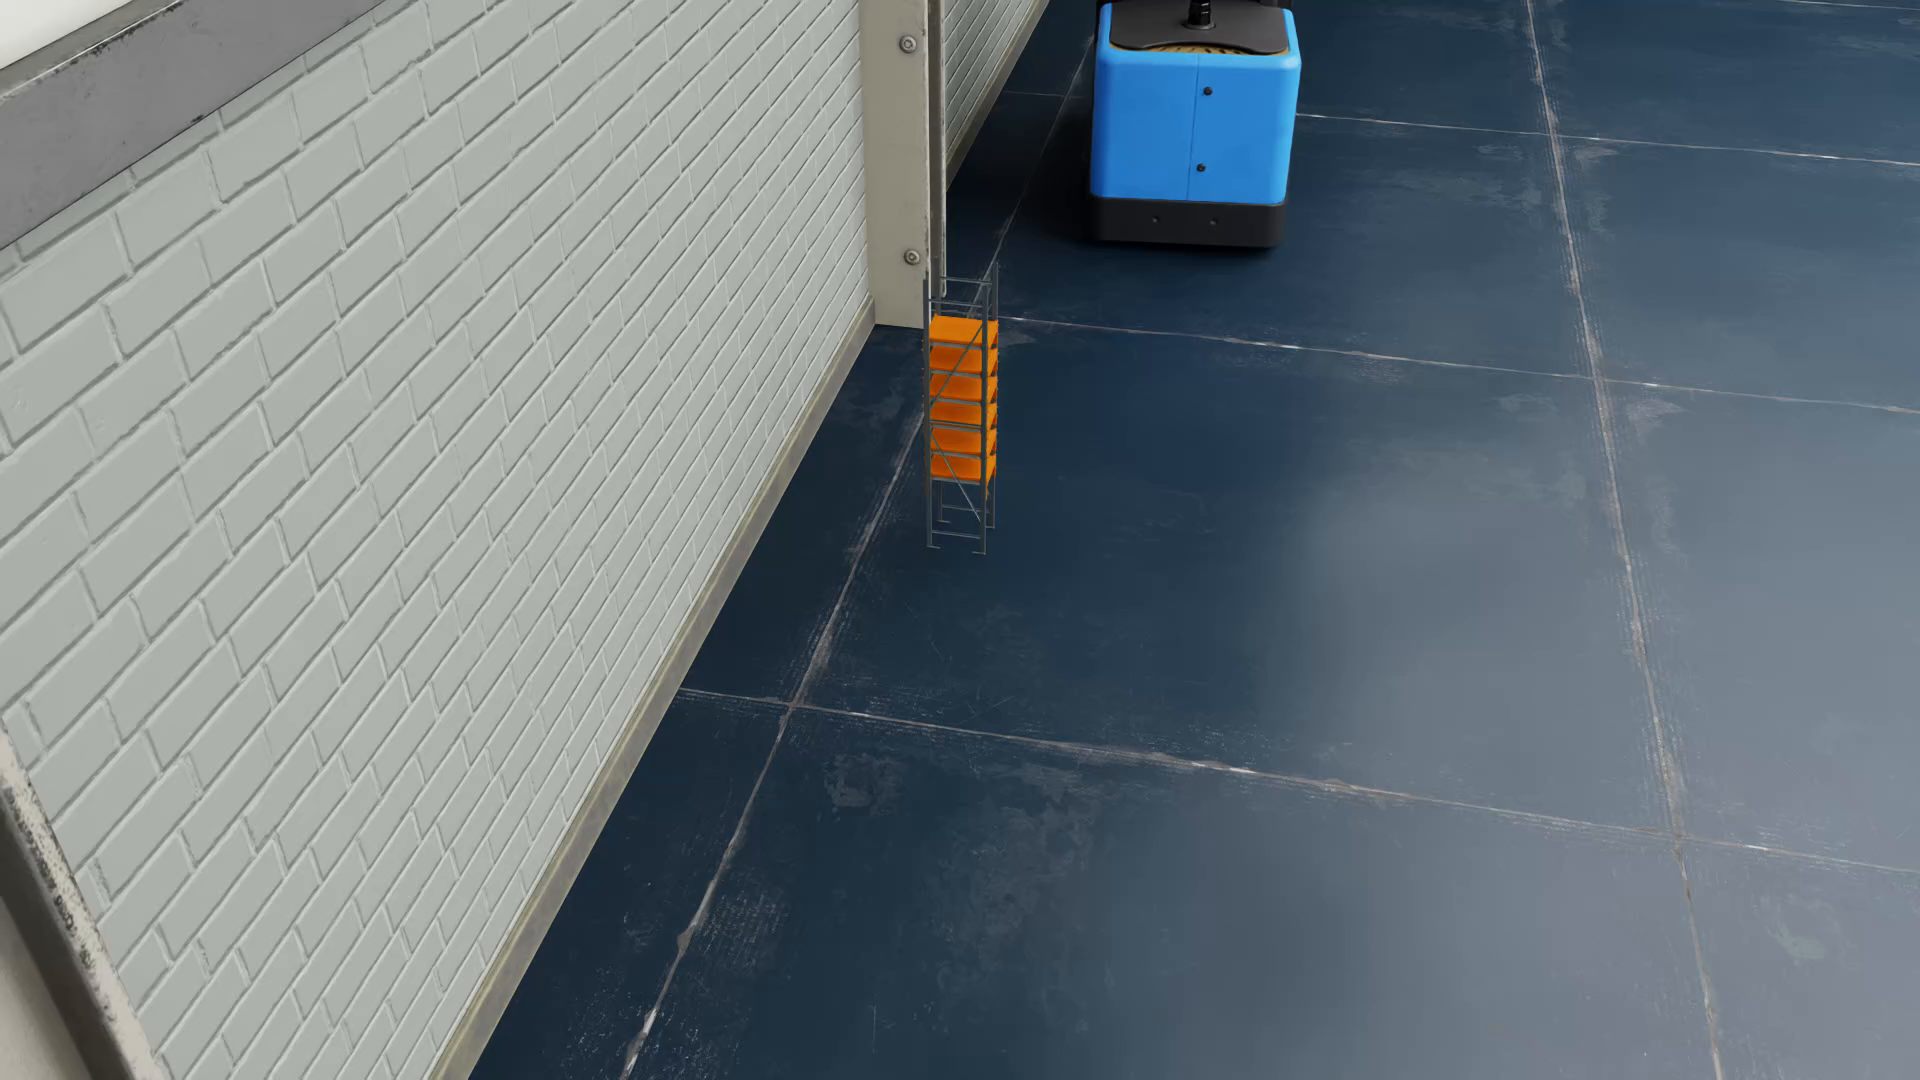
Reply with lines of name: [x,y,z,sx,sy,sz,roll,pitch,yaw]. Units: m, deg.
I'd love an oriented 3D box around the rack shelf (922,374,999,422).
rack shelf: [0.003,-0.555,6.365,0.258,0.103,0.180,7,37,10]

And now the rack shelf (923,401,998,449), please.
rack shelf: [0.003,-0.458,6.435,0.258,0.103,0.180,7,37,10]

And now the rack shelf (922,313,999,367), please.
rack shelf: [0.003,-0.750,6.224,0.258,0.103,0.180,7,37,10]

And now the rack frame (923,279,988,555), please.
rack frame: [-0.016,-0.442,6.337,0.240,1.200,0.006,7,37,10]

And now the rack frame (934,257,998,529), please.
rack frame: [0.023,-0.547,6.482,0.240,1.200,0.006,7,37,10]

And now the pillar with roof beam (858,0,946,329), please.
pillar with roof beam: [3.944,-4.275,4.980,9.100,9.000,0.400,7,37,10]

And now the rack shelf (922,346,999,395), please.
rack shelf: [0.003,-0.652,6.295,0.258,0.103,0.180,7,37,10]

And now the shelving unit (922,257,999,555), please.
shelving unit: [0.003,-0.494,6.409,0.258,1.200,0.189,7,37,10]

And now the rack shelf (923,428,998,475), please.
rack shelf: [0.003,-0.361,6.506,0.258,0.103,0.180,7,37,10]

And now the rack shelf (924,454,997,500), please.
rack shelf: [0.003,-0.264,6.576,0.258,0.103,0.180,7,37,10]

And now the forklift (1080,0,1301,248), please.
forklift: [1.330,-3.576,9.186,1.130,2.935,3.031,3,36,5]
